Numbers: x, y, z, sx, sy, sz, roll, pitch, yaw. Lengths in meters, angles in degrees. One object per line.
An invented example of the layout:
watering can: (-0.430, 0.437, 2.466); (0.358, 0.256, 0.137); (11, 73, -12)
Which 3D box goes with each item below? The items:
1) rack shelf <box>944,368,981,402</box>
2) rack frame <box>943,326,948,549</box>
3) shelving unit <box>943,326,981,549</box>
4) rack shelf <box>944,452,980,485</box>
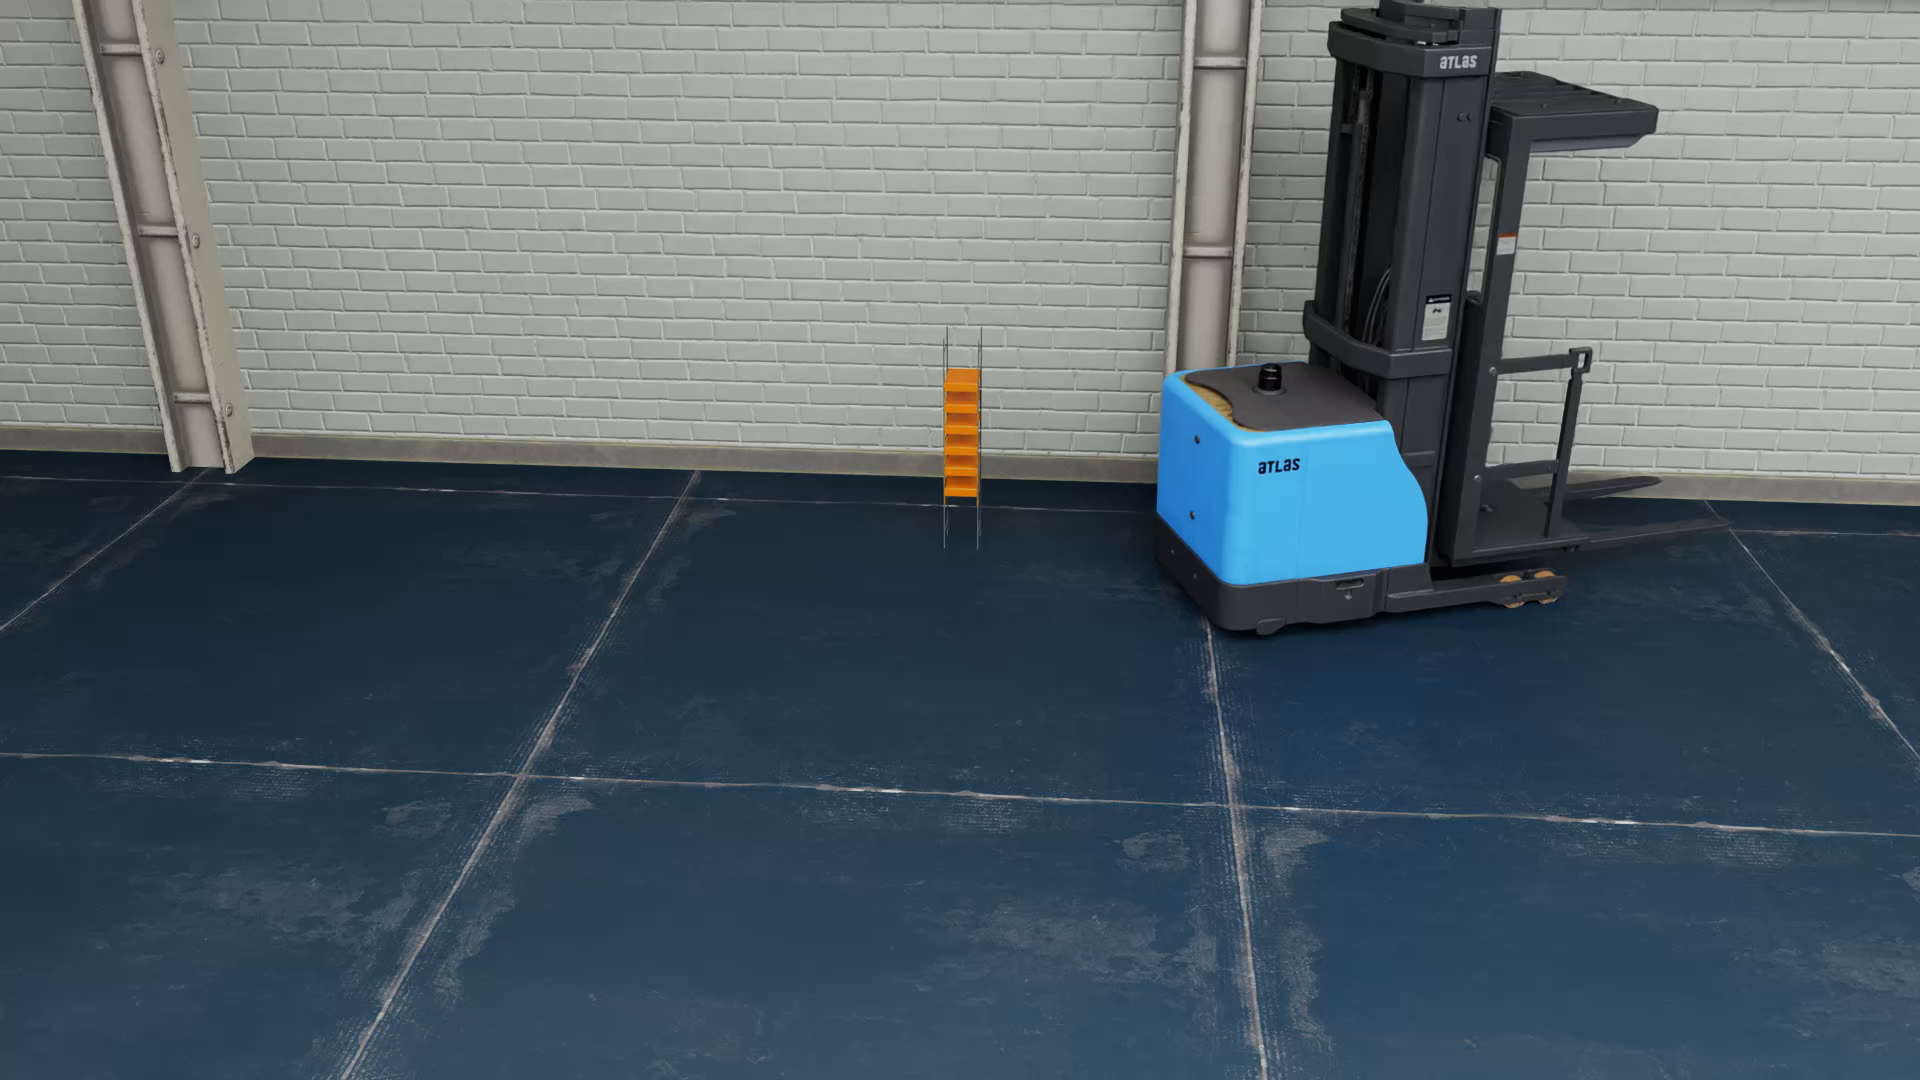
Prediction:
rack shelf: (0.014, -0.831, 8.866); (0.180, 0.103, 0.258); (2, 25, 4)
rack frame: (-0.077, -0.548, 9.005); (0.006, 1.200, 0.240); (2, 25, 4)
shelving unit: (-11.026, -0.020, 7.140); (21.905, 1.800, 5.752); (2, 25, 4)
rack shelf: (0.014, -0.395, 9.067); (0.180, 0.103, 0.258); (2, 25, 4)
